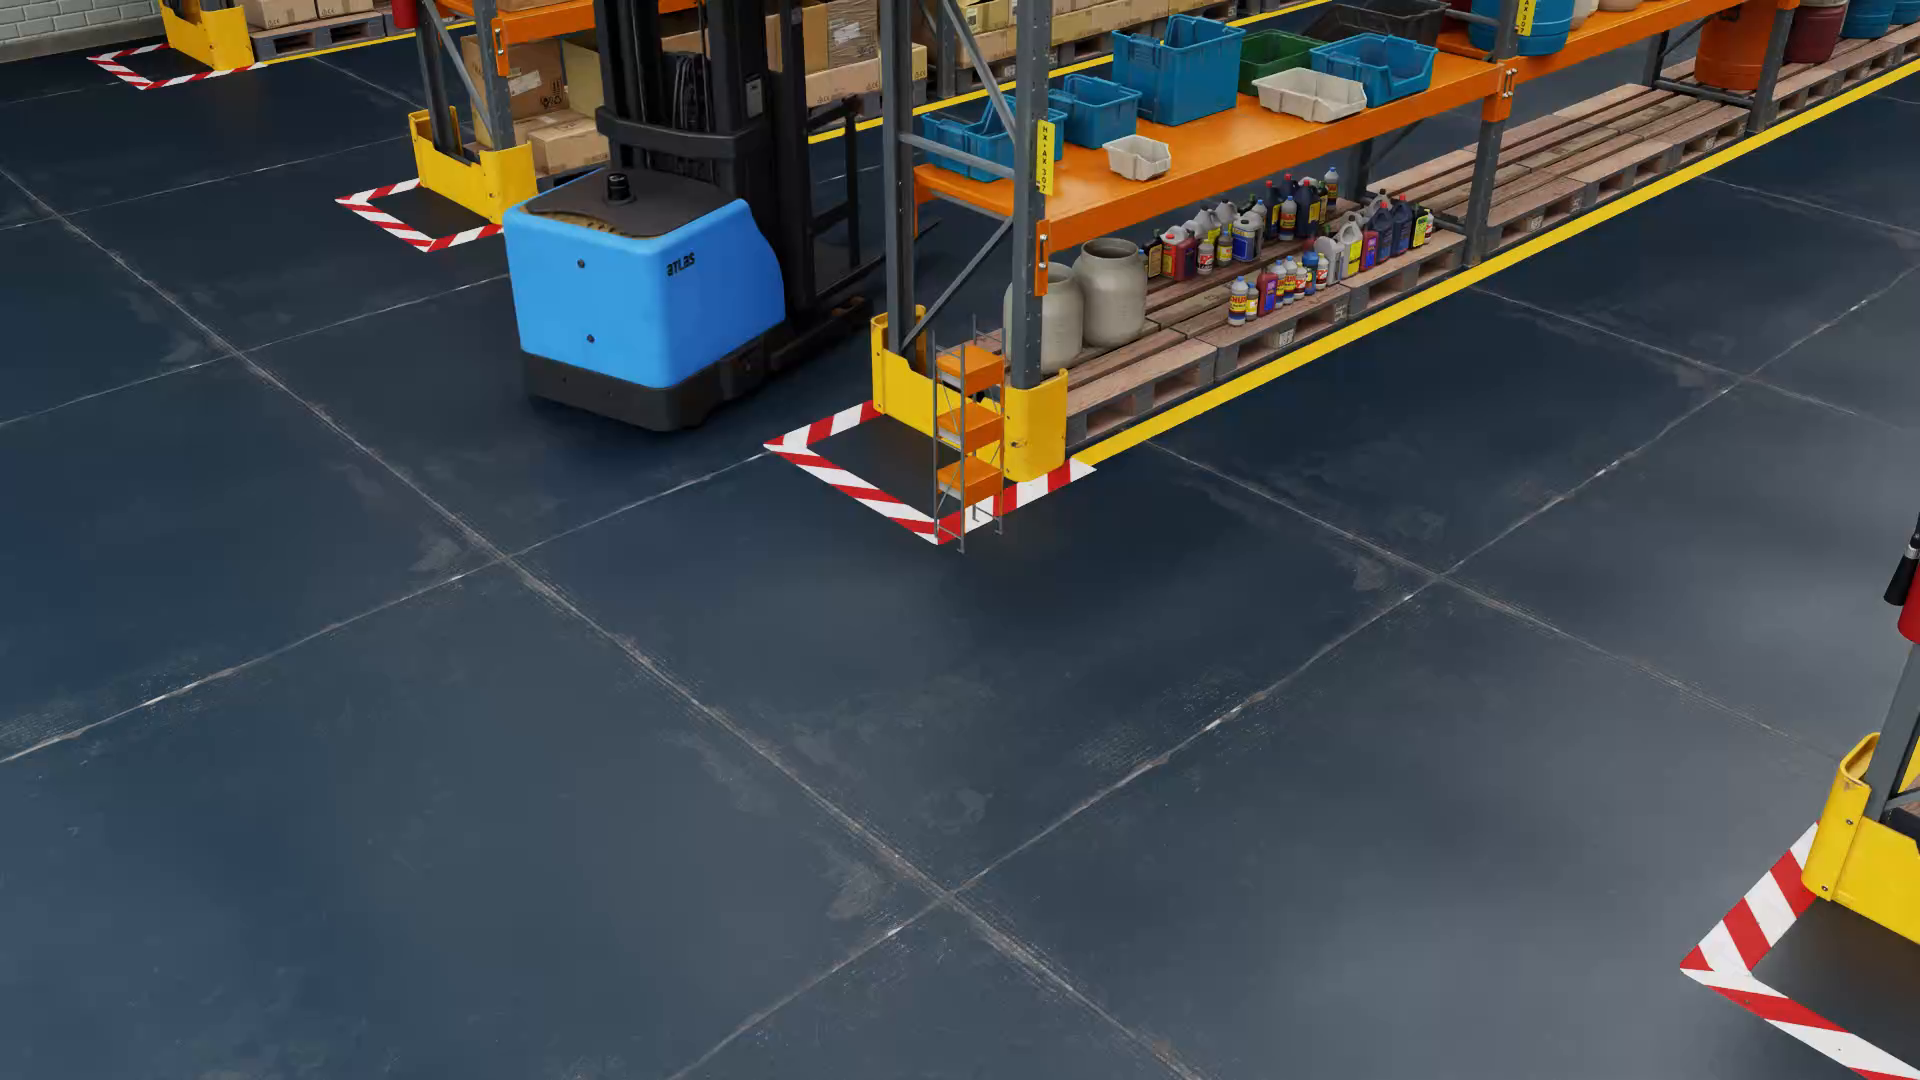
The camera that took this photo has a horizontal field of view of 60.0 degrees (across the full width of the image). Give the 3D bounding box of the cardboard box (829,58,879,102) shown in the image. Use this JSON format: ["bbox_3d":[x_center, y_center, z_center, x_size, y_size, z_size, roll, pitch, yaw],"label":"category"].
[{"bbox_3d":[-0.989,-3.690,13.142,0.500,0.250,0.500,-26,40,-35],"label":"cardboard box"}]

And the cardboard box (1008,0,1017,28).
[{"bbox_3d":[0.419,-4.578,14.056,0.500,0.311,0.500,-26,40,-36],"label":"cardboard box"}]

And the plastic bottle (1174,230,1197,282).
[{"bbox_3d":[1.333,-1.677,9.799,0.133,0.283,0.061,-26,40,-35],"label":"plastic bottle"}]

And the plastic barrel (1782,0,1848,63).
[{"bbox_3d":[7.049,-4.359,13.912,0.708,0.588,0.600,-26,40,-35],"label":"plastic barrel"}]

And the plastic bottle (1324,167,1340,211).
[{"bbox_3d":[2.409,-2.288,10.809,0.097,0.271,0.097,0,31,0],"label":"plastic bottle"}]

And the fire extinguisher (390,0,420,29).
[{"bbox_3d":[-3.760,-3.789,11.146,0.183,0.674,0.296,-26,40,-35],"label":"fire extinguisher"}]

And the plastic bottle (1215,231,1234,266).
[{"bbox_3d":[1.595,-1.761,10.015,0.097,0.201,0.097,0,31,0],"label":"plastic bottle"}]

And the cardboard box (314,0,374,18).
[{"bbox_3d":[-5.742,-5.034,15.263,0.500,0.311,0.500,-22,38,-32],"label":"cardboard box"}]

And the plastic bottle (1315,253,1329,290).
[{"bbox_3d":[2.097,-1.573,9.708,0.097,0.201,0.097,0,31,0],"label":"plastic bottle"}]

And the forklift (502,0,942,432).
[{"bbox_3d":[-1.168,-2.543,9.098,1.130,2.935,3.031,17,35,26],"label":"forklift"}]

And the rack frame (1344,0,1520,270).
[{"bbox_3d":[2.941,-3.209,10.123,0.127,3.000,1.000,-26,40,-35],"label":"rack frame"}]

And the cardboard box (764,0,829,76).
[{"bbox_3d":[-1.354,-3.832,12.655,0.500,0.500,0.500,-26,40,-35],"label":"cardboard box"}]

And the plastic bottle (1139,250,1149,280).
[{"bbox_3d":[1.056,-1.603,9.758,0.097,0.201,0.097,0,31,0],"label":"plastic bottle"}]

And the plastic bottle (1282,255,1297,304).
[{"bbox_3d":[1.874,-1.495,9.513,0.097,0.271,0.097,0,31,0],"label":"plastic bottle"}]

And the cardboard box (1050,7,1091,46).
[{"bbox_3d":[0.794,-4.525,14.509,0.500,0.250,0.500,-27,41,-37],"label":"cardboard box"}]

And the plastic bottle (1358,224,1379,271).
[{"bbox_3d":[2.433,-1.758,9.931,0.133,0.283,0.061,-23,38,-32],"label":"plastic bottle"}]

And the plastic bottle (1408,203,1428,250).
[{"bbox_3d":[2.812,-1.941,10.231,0.133,0.283,0.061,-24,39,-33],"label":"plastic bottle"}]

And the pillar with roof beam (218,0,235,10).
[{"bbox_3d":[-3.876,-7.072,10.689,0.400,9.000,9.100,-26,40,-35],"label":"pillar with roof beam"}]

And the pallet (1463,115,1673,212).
[{"bbox_3d":[4.385,-2.748,12.042,1.213,0.211,1.003,-26,40,-35],"label":"pallet"}]

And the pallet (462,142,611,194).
[{"bbox_3d":[-2.825,-2.784,12.101,1.213,0.211,1.003,-26,40,-35],"label":"pallet"}]

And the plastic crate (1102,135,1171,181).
[{"bbox_3d":[0.883,-1.872,8.189,0.250,0.136,0.298,-26,40,-35],"label":"plastic crate"}]

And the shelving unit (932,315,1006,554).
[{"bbox_3d":[0.039,-0.467,7.507,0.252,1.050,0.215,-26,40,-35],"label":"shelving unit"}]

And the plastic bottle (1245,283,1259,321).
[{"bbox_3d":[1.625,-1.345,9.335,0.097,0.201,0.097,0,31,0],"label":"plastic bottle"}]

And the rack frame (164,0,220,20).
[{"bbox_3d":[-6.728,-5.580,14.000,0.127,3.000,1.000,-26,40,-35],"label":"rack frame"}]

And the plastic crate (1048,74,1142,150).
[{"bbox_3d":[0.651,-2.247,8.692,0.408,0.251,0.499,-26,40,-35],"label":"plastic crate"}]

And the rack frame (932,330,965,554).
[{"bbox_3d":[-0.050,-0.424,7.436,0.008,1.050,0.200,-26,40,-35],"label":"rack frame"}]

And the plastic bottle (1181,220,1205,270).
[{"bbox_3d":[1.362,-1.763,9.948,0.135,0.276,0.152,-27,41,-37],"label":"plastic bottle"}]

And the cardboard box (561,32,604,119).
[{"bbox_3d":[-2.448,-3.296,11.779,0.500,0.500,0.500,-26,40,-35],"label":"cardboard box"}]

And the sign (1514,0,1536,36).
[{"bbox_3d":[3.307,-3.113,9.700,0.005,0.325,0.100,-26,40,-35],"label":"sign"}]

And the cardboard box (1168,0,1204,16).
[{"bbox_3d":[1.913,-5.066,15.393,0.500,0.250,0.500,-26,40,-36],"label":"cardboard box"}]

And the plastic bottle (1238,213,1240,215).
[{"bbox_3d":[1.705,-1.917,10.271,0.097,0.201,0.097,0,31,0],"label":"plastic bottle"}]

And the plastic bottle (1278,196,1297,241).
[{"bbox_3d":[2.043,-2.008,10.352,0.097,0.271,0.097,0,31,0],"label":"plastic bottle"}]

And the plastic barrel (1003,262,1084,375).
[{"bbox_3d":[0.438,-1.171,8.772,0.421,0.512,0.421,0,31,0],"label":"plastic barrel"}]

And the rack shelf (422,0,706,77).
[{"bbox_3d":[-1.891,-4.089,12.251,4.000,0.370,1.077,-26,40,-35],"label":"rack shelf"}]

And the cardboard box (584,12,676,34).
[{"bbox_3d":[-2.443,-3.677,12.402,0.500,0.500,0.500,-26,40,-35],"label":"cardboard box"}]

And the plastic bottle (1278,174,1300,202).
[{"bbox_3d":[2.067,-2.139,10.491,0.185,0.351,0.144,-25,39,-34],"label":"plastic bottle"}]

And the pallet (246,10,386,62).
[{"bbox_3d":[-6.053,-4.692,15.221,1.213,0.211,1.003,-26,40,-35],"label":"pallet"}]

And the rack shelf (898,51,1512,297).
[{"bbox_3d":[1.474,-2.193,9.151,4.000,0.370,1.077,-26,40,-35],"label":"rack shelf"}]

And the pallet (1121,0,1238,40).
[{"bbox_3d":[1.879,-5.058,15.819,1.213,0.211,1.003,-26,40,-35],"label":"pallet"}]

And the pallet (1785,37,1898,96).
[{"bbox_3d":[7.318,-4.165,14.358,1.213,0.211,1.003,-26,40,-35],"label":"pallet"}]

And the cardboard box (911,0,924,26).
[{"bbox_3d":[-0.322,-4.604,14.100,0.500,0.311,0.500,-26,40,-35],"label":"cardboard box"}]

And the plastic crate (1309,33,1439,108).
[{"bbox_3d":[2.314,-2.649,9.350,0.616,0.251,0.499,-26,40,-35],"label":"plastic crate"}]

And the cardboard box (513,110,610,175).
[{"bbox_3d":[-2.813,-2.798,11.683,0.500,0.250,0.500,-26,40,-35],"label":"cardboard box"}]

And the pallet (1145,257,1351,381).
[{"bbox_3d":[1.525,-1.362,9.776,1.213,0.211,1.003,-26,40,-35],"label":"pallet"}]

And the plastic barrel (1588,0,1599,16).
[{"bbox_3d":[4.016,-3.561,10.831,0.301,0.262,0.301,0,31,0],"label":"plastic barrel"}]

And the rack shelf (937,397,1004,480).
[{"bbox_3d":[0.039,-0.458,7.512,0.240,0.259,0.215,-26,40,-35],"label":"rack shelf"}]

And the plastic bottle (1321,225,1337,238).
[{"bbox_3d":[2.199,-1.747,9.914,0.133,0.283,0.061,-26,40,-35],"label":"plastic bottle"}]

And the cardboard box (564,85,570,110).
[{"bbox_3d":[-2.807,-3.178,12.305,0.500,0.250,0.500,-26,40,-35],"label":"cardboard box"}]

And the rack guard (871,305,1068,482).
[{"bbox_3d":[0.032,-0.769,8.528,0.348,0.500,1.175,-26,40,-35],"label":"rack guard"}]

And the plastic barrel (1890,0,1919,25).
[{"bbox_3d":[8.397,-5.144,14.896,0.708,0.901,0.600,-26,40,-35],"label":"plastic barrel"}]
